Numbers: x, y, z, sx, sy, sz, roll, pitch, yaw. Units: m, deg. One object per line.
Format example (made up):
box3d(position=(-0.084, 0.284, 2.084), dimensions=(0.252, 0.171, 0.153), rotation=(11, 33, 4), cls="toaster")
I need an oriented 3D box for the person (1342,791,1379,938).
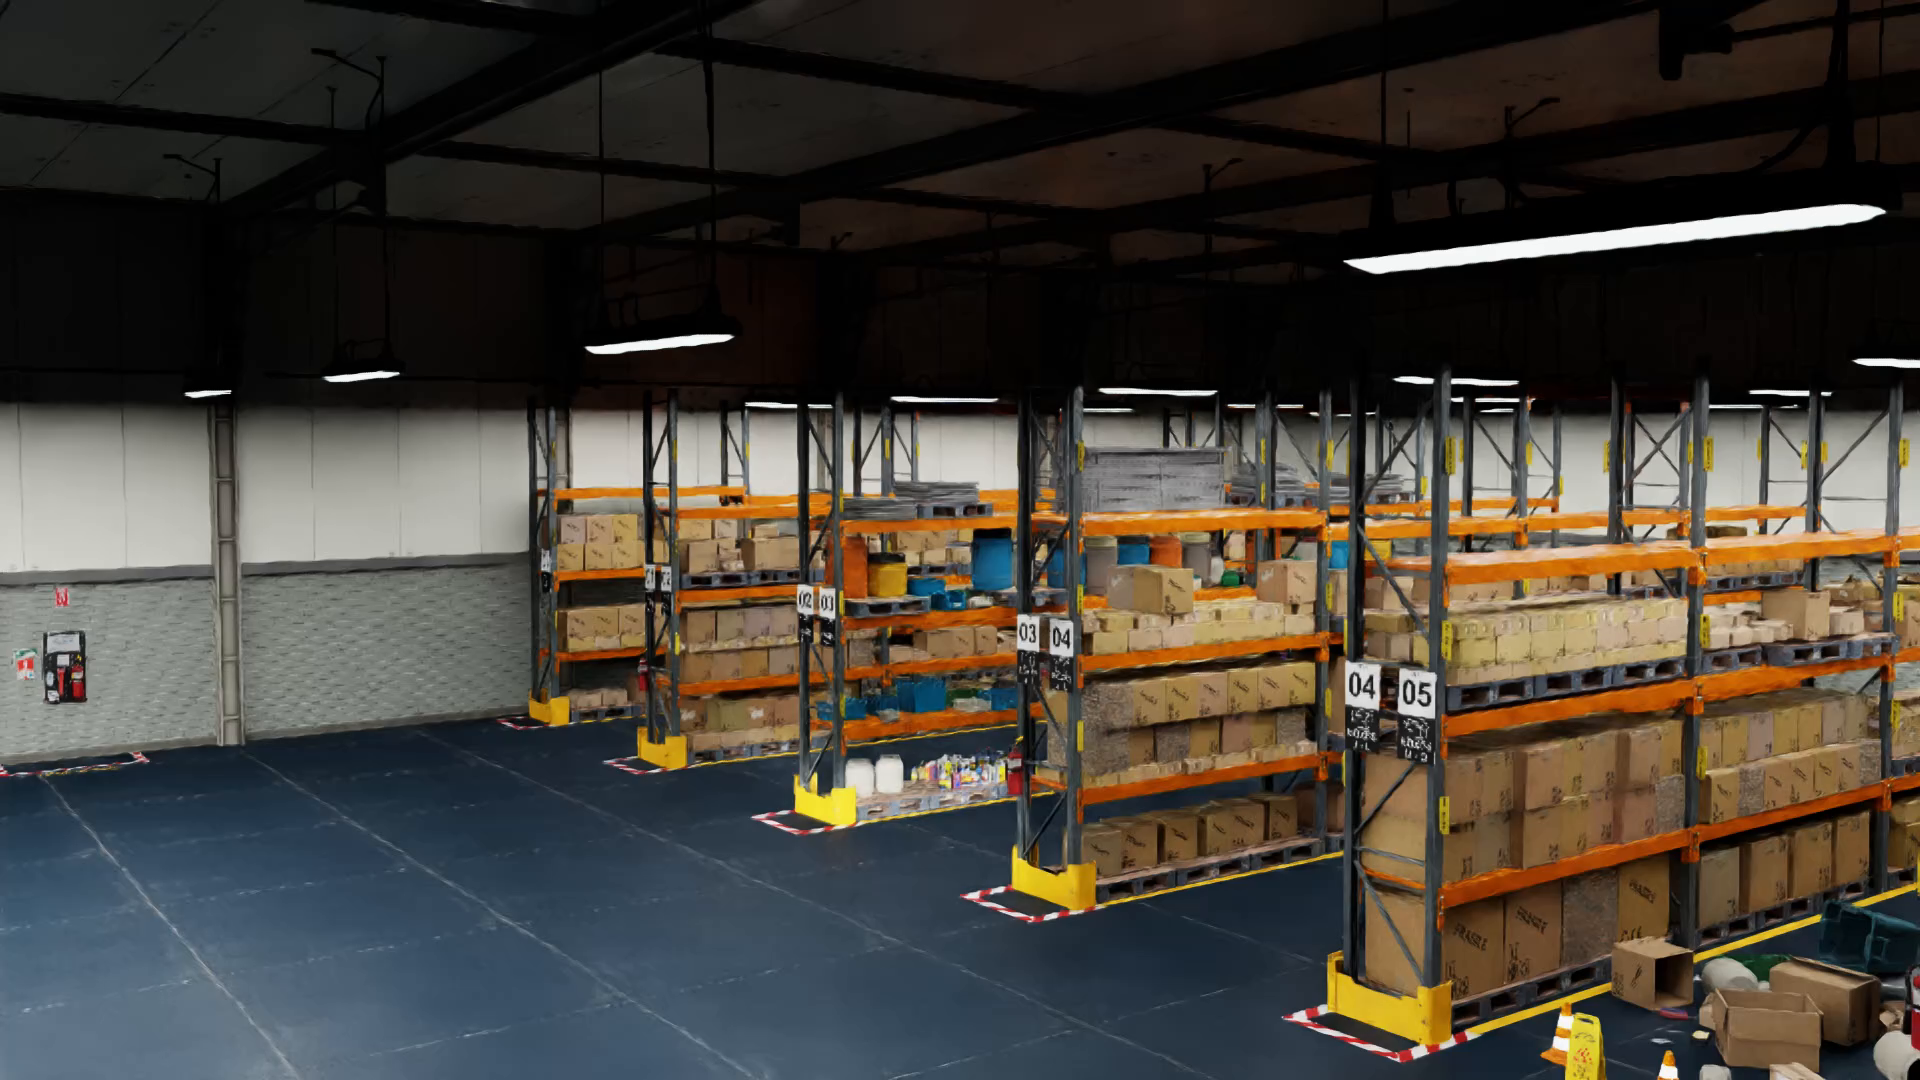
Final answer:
box3d(position=(4.241, 3.360, 17.371), dimensions=(1.037, 1.513, 0.419), rotation=(-3, 4, -37), cls="person")
